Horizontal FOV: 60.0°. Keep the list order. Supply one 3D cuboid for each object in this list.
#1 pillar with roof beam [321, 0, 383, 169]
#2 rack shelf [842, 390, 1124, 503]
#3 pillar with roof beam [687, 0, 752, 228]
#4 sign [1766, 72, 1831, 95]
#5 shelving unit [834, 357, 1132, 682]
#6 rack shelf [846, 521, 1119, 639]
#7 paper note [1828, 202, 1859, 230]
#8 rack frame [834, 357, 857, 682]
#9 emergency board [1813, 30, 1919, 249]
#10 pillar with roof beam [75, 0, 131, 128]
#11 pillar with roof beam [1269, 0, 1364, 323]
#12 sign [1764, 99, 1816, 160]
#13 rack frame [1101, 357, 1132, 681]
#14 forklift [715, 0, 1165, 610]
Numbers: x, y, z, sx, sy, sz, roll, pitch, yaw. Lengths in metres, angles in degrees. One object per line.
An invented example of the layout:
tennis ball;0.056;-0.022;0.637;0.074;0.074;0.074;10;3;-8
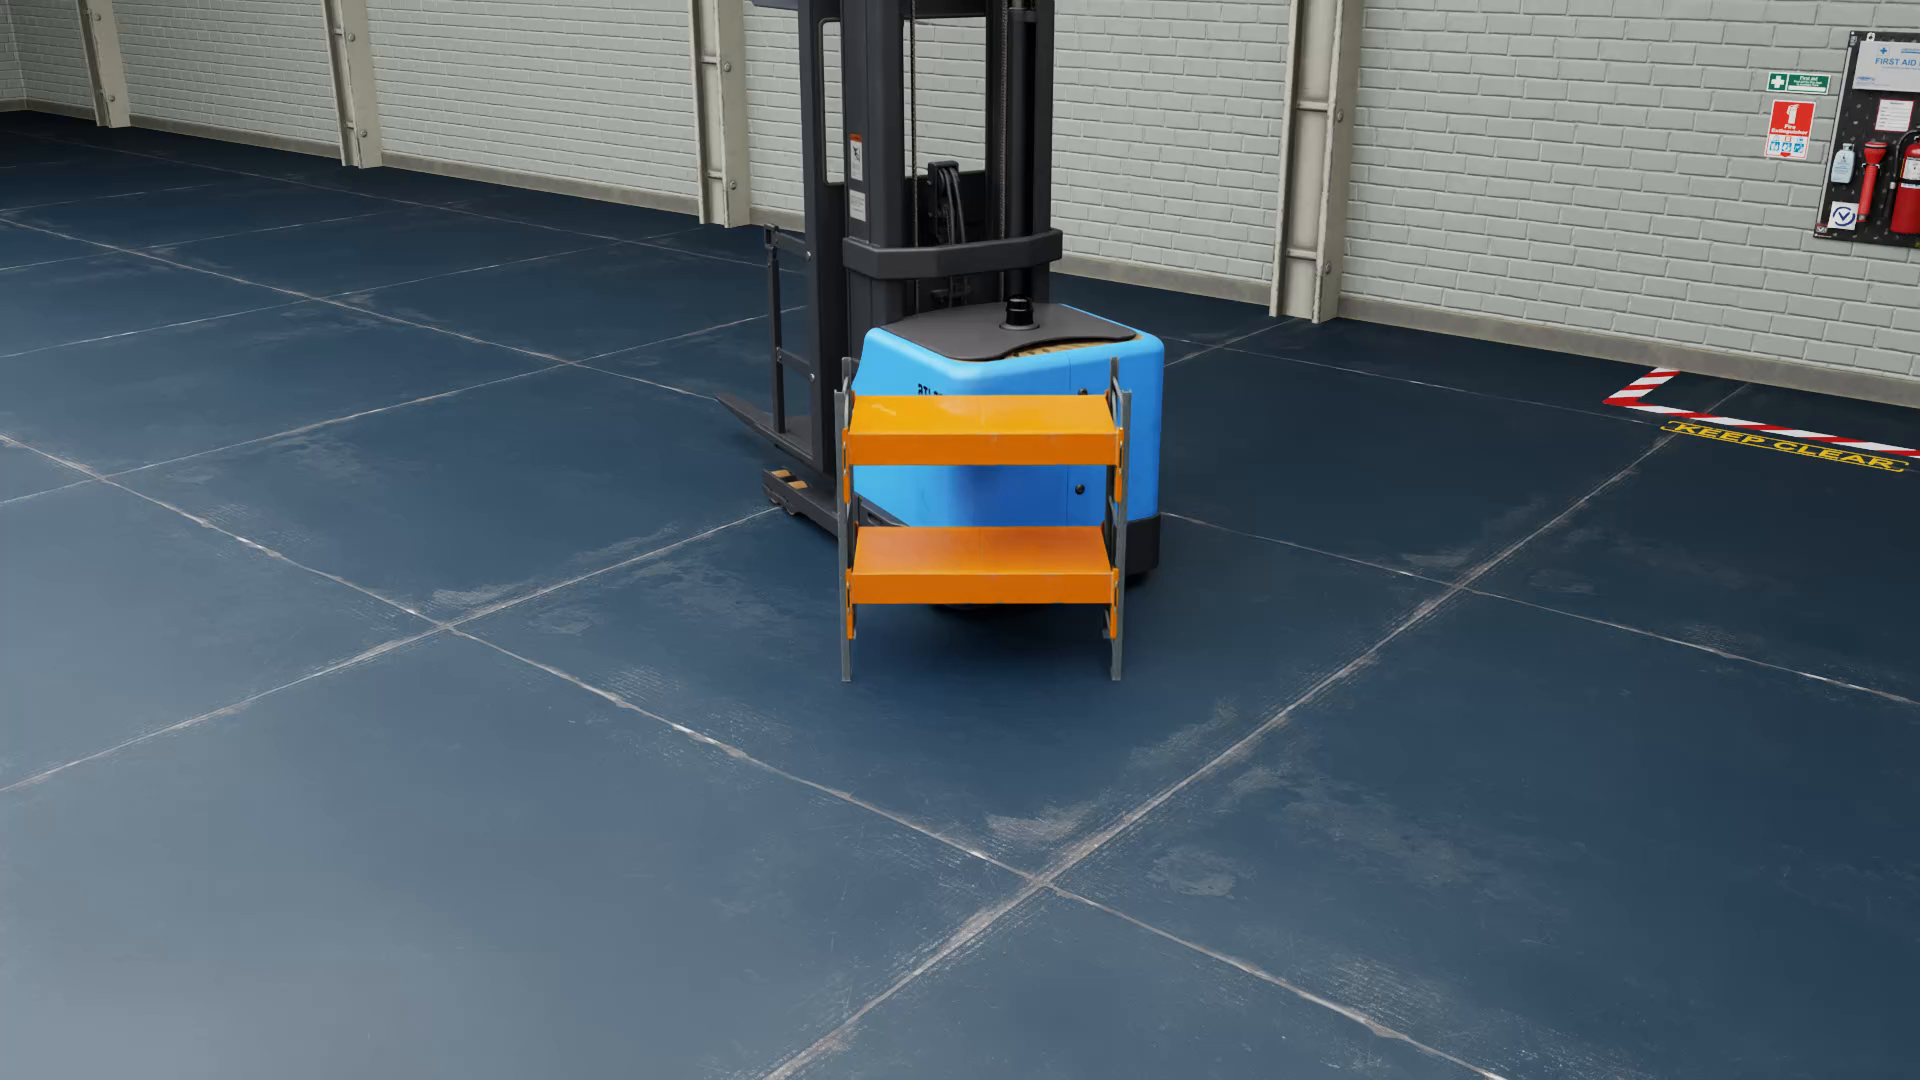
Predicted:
pillar with roof beam;-9.550;-7.322;14.331;0.400;9.000;9.100;16;26;36
rack shelf;0.080;-0.355;6.187;1.000;0.278;0.538;0;21;0
pillar with roof beam;-4.902;-5.983;10.781;0.400;9.000;9.100;16;26;36
sign;4.861;-2.650;9.644;0.331;0.109;0.001;16;26;36
shelving unit;0.080;-0.082;6.290;1.048;1.125;0.538;0;21;0
rack shelf;0.080;0.147;6.377;1.000;0.278;0.538;0;21;0
paper note;5.133;-1.884;9.661;0.142;0.148;0.016;16;26;36
rack frame;-0.428;-0.080;6.287;0.032;1.125;0.500;0;21;0
emergency board;5.226;-2.238;9.351;0.643;1.169;0.194;16;26;36
pillar with roof beam;-14.199;-8.661;17.881;0.400;9.000;9.100;16;26;36
pillar with roof beam;-0.254;-4.645;7.232;0.400;9.000;9.100;16;26;36
sign;4.863;-2.406;9.746;0.234;0.329;0.001;16;26;36
rack frame;0.588;-0.083;6.294;0.032;1.125;0.500;0;21;0
forklift;-0.310;-1.562;7.656;1.130;2.935;3.031;-11;24;-28
